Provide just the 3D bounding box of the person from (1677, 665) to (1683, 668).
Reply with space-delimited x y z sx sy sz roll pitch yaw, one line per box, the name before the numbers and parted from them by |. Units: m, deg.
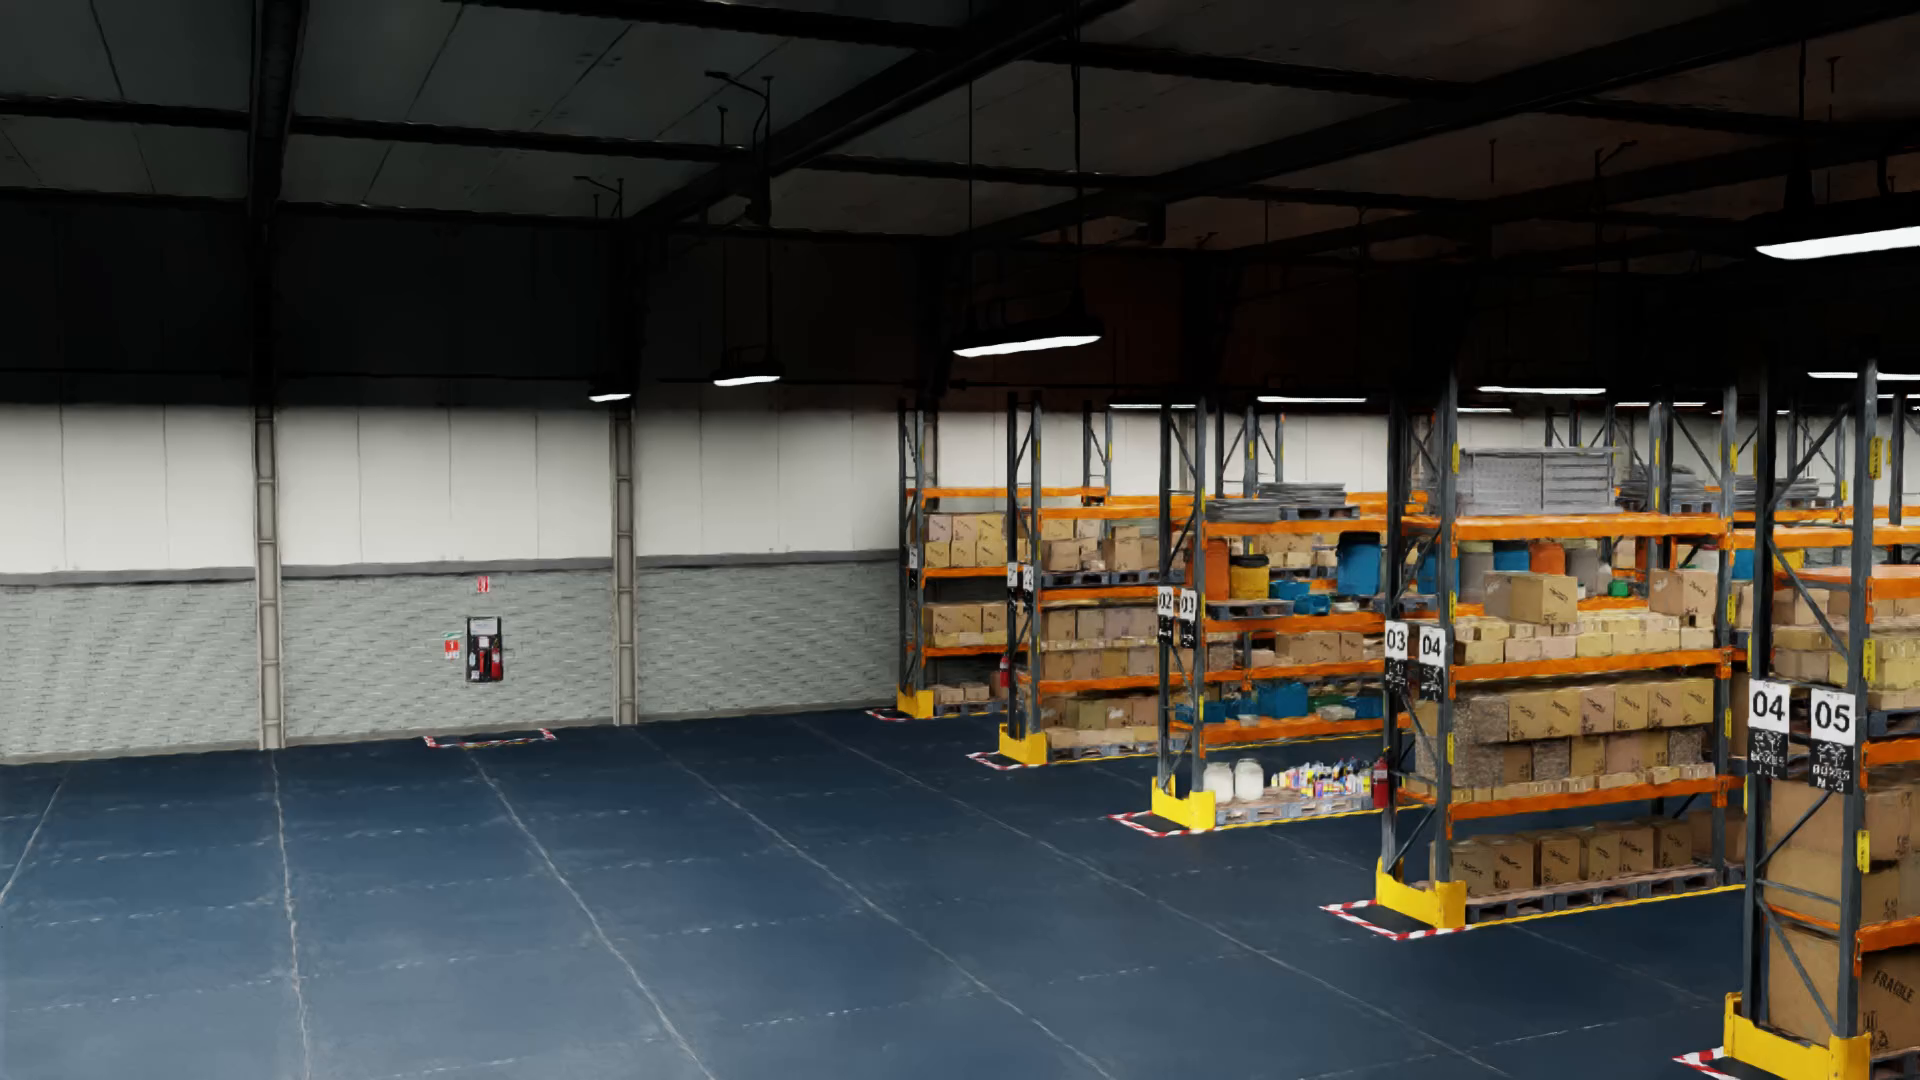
person | 15.592 2.143 36.345 0.718 1.758 0.532 1 3 10
